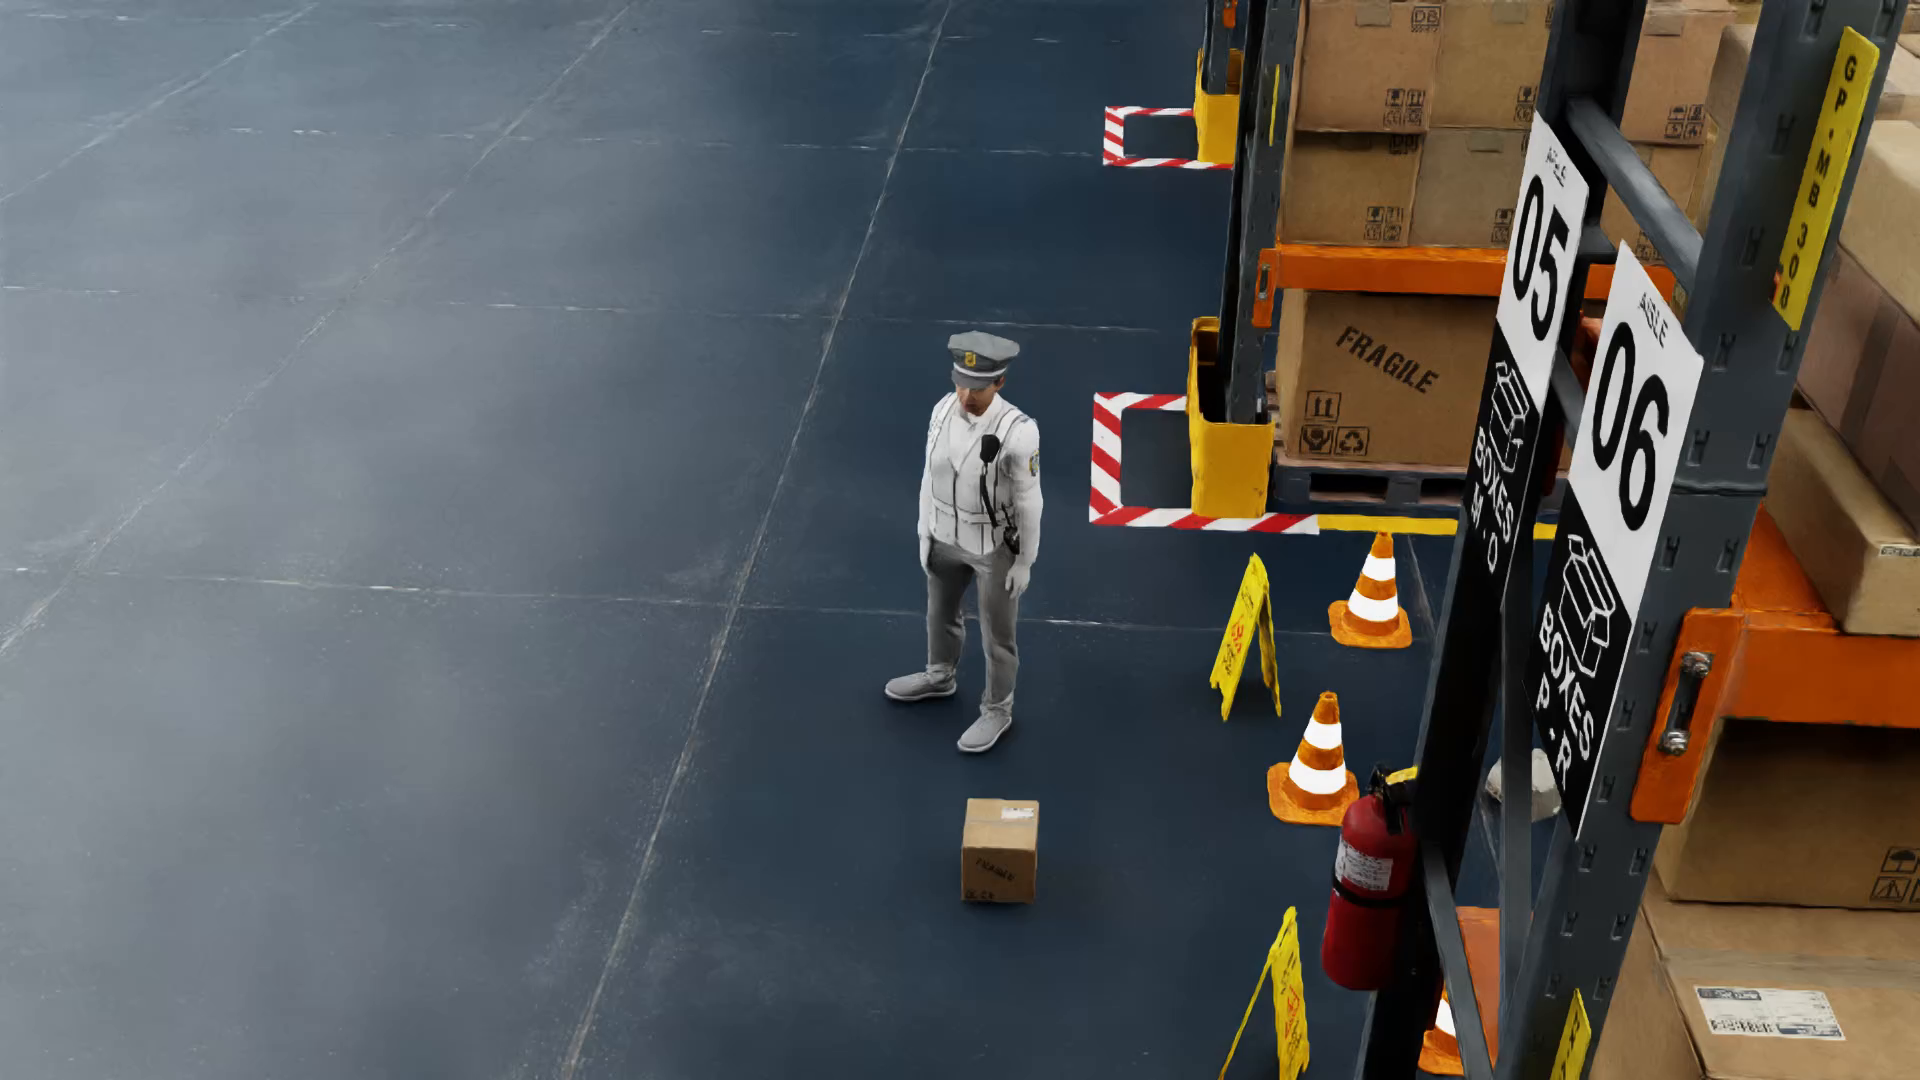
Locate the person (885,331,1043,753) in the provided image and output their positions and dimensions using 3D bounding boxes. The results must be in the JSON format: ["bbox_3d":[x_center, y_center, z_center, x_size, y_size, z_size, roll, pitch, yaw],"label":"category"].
[{"bbox_3d":[-0.014,-0.006,6.119,0.658,1.671,0.340,22,38,31],"label":"person"}]
